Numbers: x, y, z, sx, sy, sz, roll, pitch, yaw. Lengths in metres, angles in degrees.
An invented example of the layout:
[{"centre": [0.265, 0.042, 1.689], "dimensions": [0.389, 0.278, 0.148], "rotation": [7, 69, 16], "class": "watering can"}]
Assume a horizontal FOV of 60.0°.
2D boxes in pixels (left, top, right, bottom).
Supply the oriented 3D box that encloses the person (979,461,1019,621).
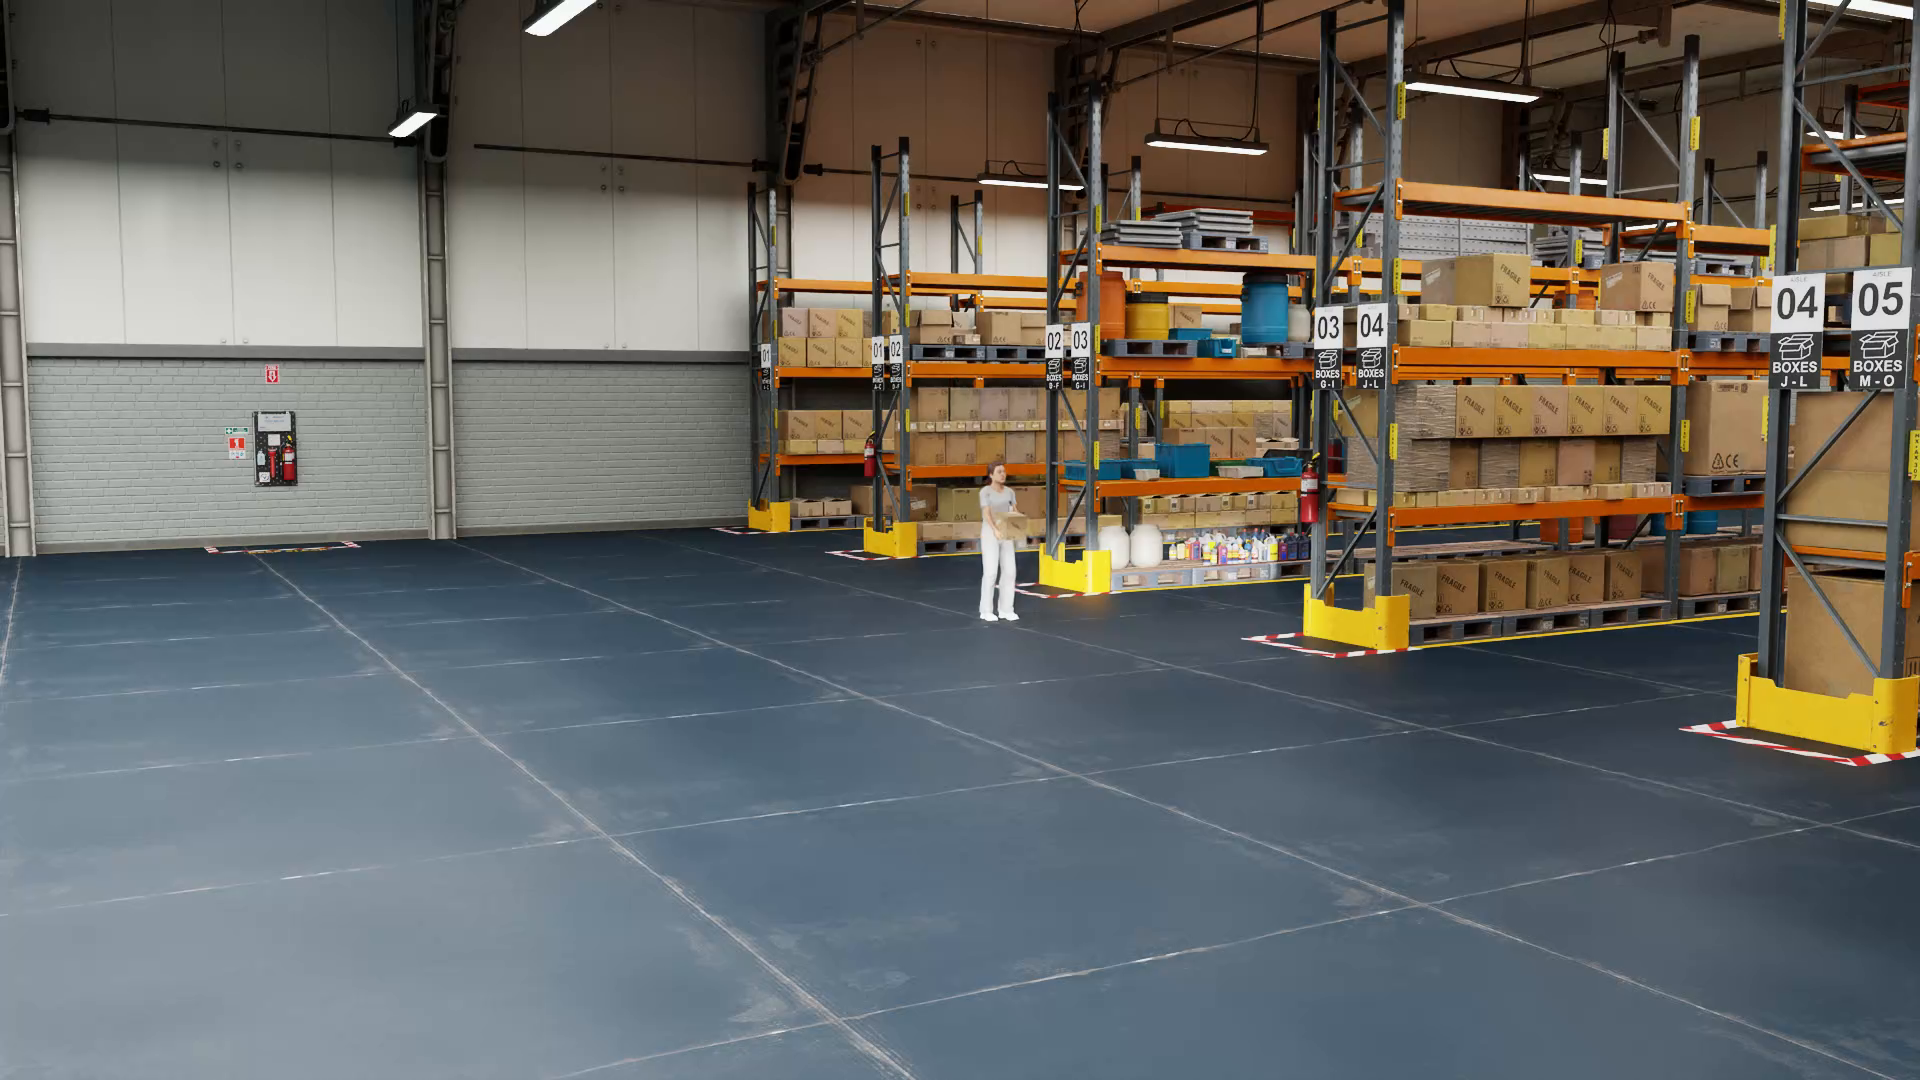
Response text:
[{"centre": [0.433, 0.010, 17.422], "dimensions": [0.431, 1.668, 0.545], "rotation": [-3, 6, -29], "class": "person"}]
